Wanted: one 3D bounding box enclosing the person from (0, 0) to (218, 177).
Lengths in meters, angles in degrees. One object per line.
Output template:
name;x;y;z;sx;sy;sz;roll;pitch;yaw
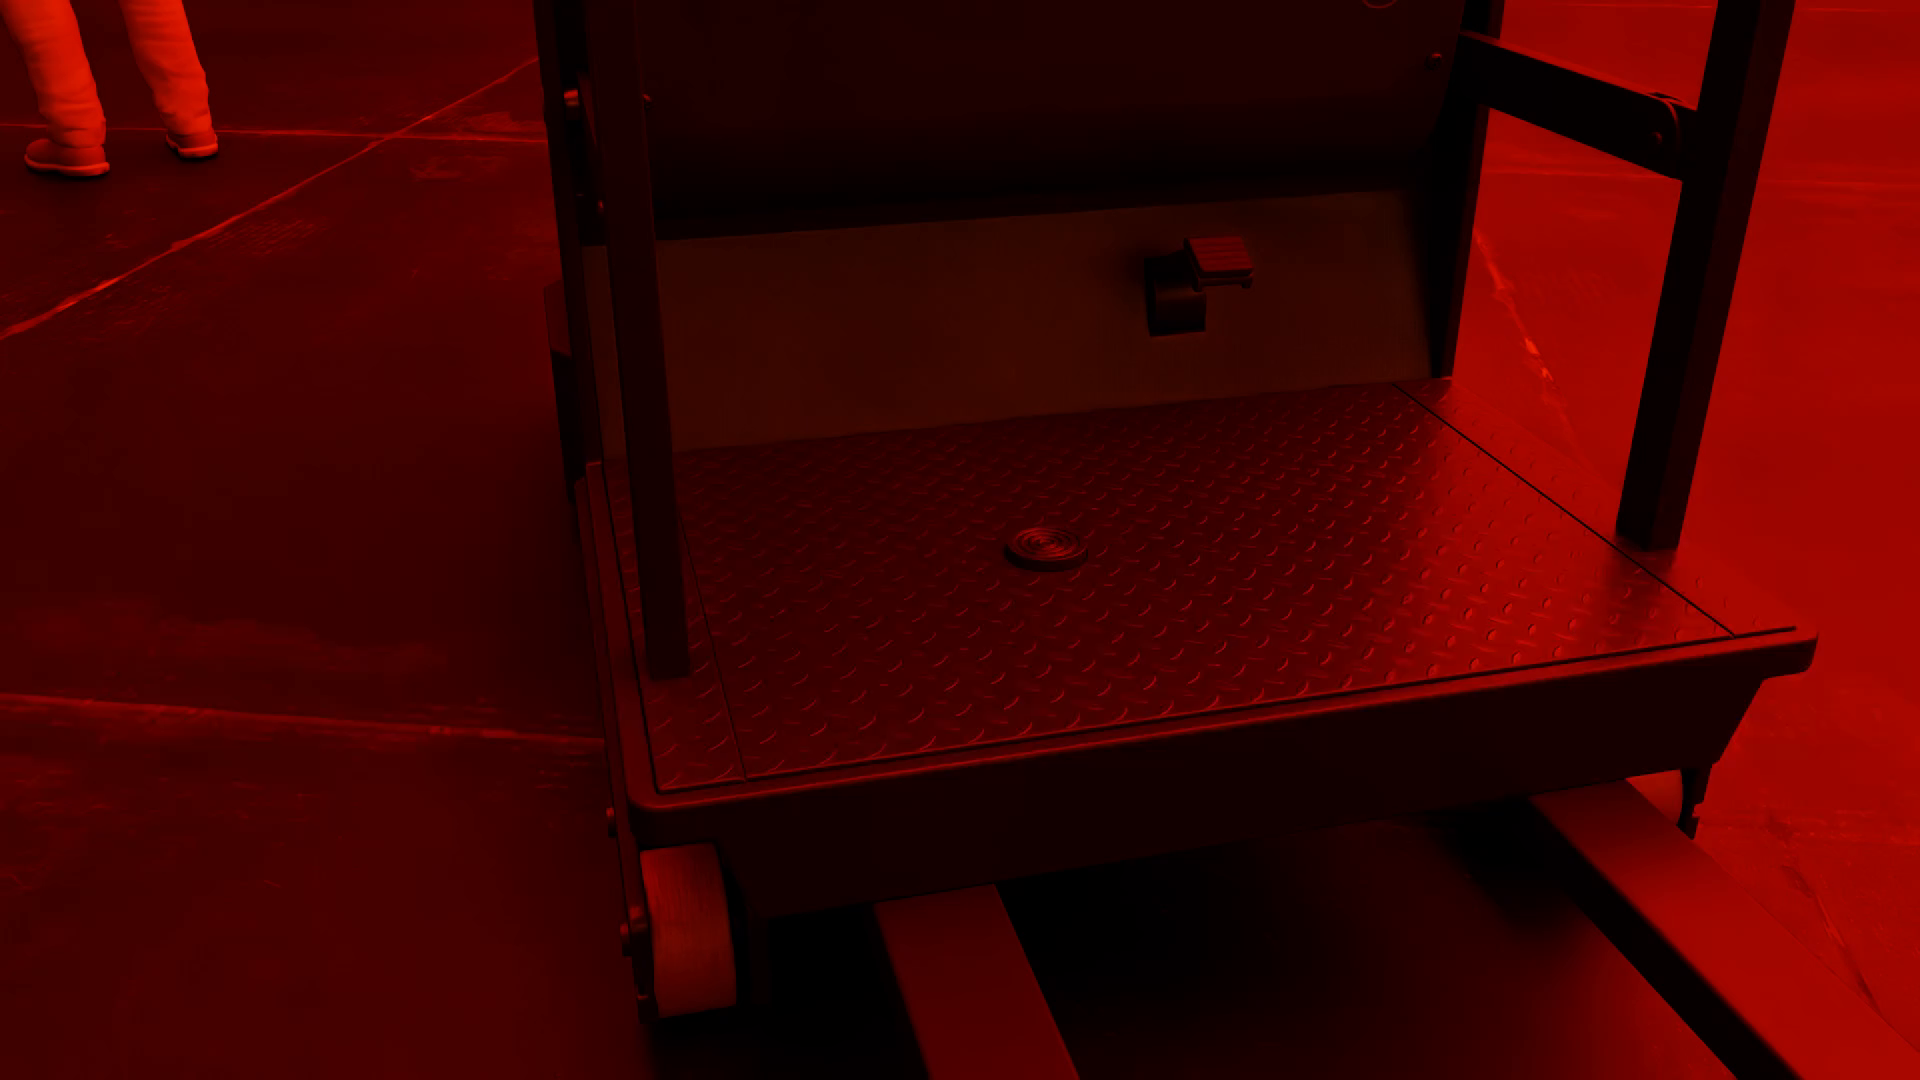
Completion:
person;-2.292;-1.812;4.171;0.597;1.748;0.432;-24;35;-39

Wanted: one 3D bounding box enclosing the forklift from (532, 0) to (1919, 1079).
forklift;0.153;-1.049;1.319;1.130;2.935;3.031;-7;27;-13
